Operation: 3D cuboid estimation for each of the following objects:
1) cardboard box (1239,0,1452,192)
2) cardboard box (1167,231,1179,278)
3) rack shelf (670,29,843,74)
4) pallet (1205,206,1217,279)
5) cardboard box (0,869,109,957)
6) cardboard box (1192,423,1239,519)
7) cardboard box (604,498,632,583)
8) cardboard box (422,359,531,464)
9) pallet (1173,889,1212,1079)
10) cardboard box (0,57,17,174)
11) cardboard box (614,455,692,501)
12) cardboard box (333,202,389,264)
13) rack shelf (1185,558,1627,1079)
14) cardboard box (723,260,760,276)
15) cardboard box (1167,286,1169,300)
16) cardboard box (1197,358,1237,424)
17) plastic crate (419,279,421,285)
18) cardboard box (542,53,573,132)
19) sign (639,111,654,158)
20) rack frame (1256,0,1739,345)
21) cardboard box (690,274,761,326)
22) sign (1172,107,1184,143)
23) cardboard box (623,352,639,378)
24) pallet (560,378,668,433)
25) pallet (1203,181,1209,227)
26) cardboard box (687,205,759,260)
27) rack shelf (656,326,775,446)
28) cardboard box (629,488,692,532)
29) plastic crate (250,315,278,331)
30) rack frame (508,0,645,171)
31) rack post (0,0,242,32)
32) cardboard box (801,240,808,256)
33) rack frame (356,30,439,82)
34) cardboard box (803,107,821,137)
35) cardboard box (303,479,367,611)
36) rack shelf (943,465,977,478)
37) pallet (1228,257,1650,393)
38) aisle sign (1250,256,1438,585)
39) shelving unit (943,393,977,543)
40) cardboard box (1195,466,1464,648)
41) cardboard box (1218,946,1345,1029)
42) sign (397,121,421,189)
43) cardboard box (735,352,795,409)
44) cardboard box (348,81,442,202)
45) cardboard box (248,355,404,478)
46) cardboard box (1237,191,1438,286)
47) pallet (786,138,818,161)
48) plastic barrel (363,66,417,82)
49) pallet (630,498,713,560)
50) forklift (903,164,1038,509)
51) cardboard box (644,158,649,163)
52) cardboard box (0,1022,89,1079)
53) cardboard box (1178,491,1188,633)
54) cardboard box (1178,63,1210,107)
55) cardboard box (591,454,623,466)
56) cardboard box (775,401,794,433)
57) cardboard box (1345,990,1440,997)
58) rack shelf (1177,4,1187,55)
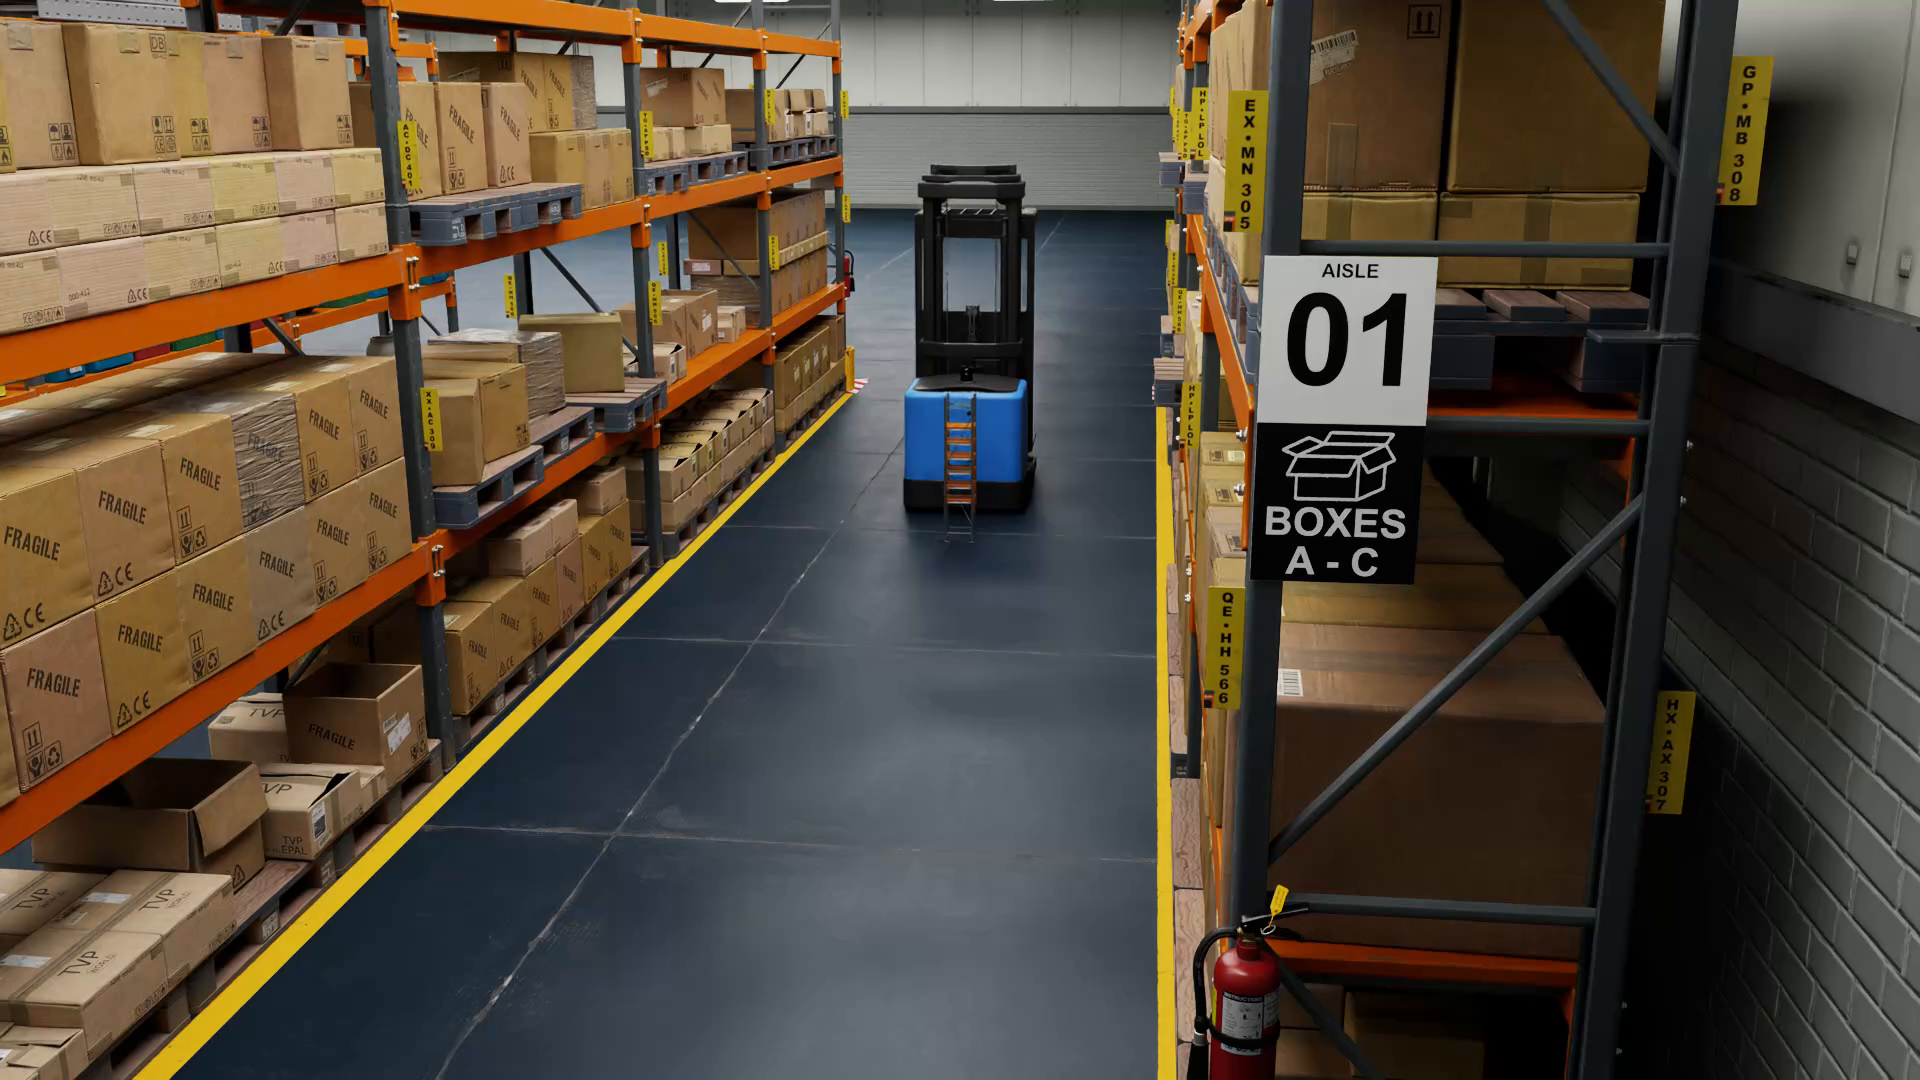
[{"bbox_3d":[1.024,-1.218,4.528,0.500,0.500,0.500,2,15,6],"label":"cardboard box"},{"bbox_3d":[2.535,-3.104,18.206,0.500,0.500,0.500,1,15,4],"label":"cardboard box"},{"bbox_3d":[-2.130,-5.163,17.661,1.077,0.370,4.000,2,15,6],"label":"rack shelf"},{"bbox_3d":[1.561,-1.262,7.007,1.003,0.211,1.213,2,15,6],"label":"pallet"},{"bbox_3d":[-3.756,1.545,6.627,0.500,0.250,0.500,2,15,6],"label":"cardboard box"},{"bbox_3d":[1.466,-0.398,8.586,0.500,0.500,0.500,1,15,5],"label":"cardboard box"},{"bbox_3d":[-2.679,-0.007,11.889,0.500,0.500,0.500,2,15,8],"label":"cardboard box"},{"bbox_3d":[-2.968,-0.761,9.735,0.700,0.500,0.500,4,16,15],"label":"cardboard box"},{"bbox_3d":[1.365,1.789,6.640,1.003,0.211,1.213,2,15,6],"label":"pallet"},{"bbox_3d":[-3.528,-1.416,5.299,0.700,0.500,0.500,2,15,6],"label":"cardboard box"},{"bbox_3d":[-2.456,-0.525,13.244,0.500,0.311,0.500,2,15,8],"label":"cardboard box"},{"bbox_3d":[-3.049,-1.455,7.839,0.500,0.250,0.500,2,15,6],"label":"cardboard box"},{"bbox_3d":[1.438,0.797,6.346,1.077,0.370,4.000,2,15,6],"label":"rack shelf"},{"bbox_3d":[-2.133,-2.714,16.518,0.380,0.149,0.250,2,15,6],"label":"cardboard box"},{"bbox_3d":[2.540,-2.734,18.276,0.500,0.250,0.500,1,15,5],"label":"cardboard box"},{"bbox_3d":[1.463,-0.761,8.494,0.500,0.250,0.500,2,15,8],"label":"cardboard box"},{"bbox_3d":[-6.664,-3.094,19.644,0.499,0.251,0.408,2,15,6],"label":"plastic crate"},{"bbox_3d":[-2.920,-2.985,11.101,0.500,0.500,0.500,2,15,6],"label":"cardboard box"},{"bbox_3d":[-2.268,-2.932,12.023,0.100,0.325,0.005,2,15,6],"label":"sign"},{"bbox_3d":[1.213,-1.927,3.550,1.000,3.000,0.127,2,15,6],"label":"rack frame"},{"bbox_3d":[-2.312,-2.452,16.793,0.700,0.500,0.500,1,15,5],"label":"cardboard box"},{"bbox_3d":[2.027,-3.855,15.436,0.100,0.325,0.005,2,15,6],"label":"sign"},{"bbox_3d":[-2.723,-1.301,12.899,0.500,0.311,0.500,3,15,10],"label":"cardboard box"},{"bbox_3d":[-2.814,-0.981,11.910,1.213,0.211,1.003,2,15,6],"label":"pallet"},{"bbox_3d":[1.972,-2.004,9.944,1.003,0.211,1.213,2,15,9],"label":"pallet"},{"bbox_3d":[-2.312,-3.078,16.623,0.700,0.500,0.500,2,15,7],"label":"cardboard box"},{"bbox_3d":[-2.581,-1.423,14.555,1.077,0.370,4.000,2,15,6],"label":"rack shelf"},{"bbox_3d":[-2.456,-0.254,13.317,0.500,0.250,0.500,2,15,6],"label":"cardboard box"},{"bbox_3d":[-7.028,-2.332,16.417,0.402,0.464,0.583,2,15,6],"label":"plastic crate"},{"bbox_3d":[-2.807,-4.147,11.760,1.000,3.000,0.127,2,15,6],"label":"rack frame"},{"bbox_3d":[-7.414,-4.915,14.215,1.013,1.000,3.121,2,15,6],"label":"rack post"},{"bbox_3d":[-1.903,-3.247,18.489,0.380,0.149,0.250,2,15,8],"label":"cardboard box"},{"bbox_3d":[-6.826,-6.369,19.976,1.000,3.000,0.127,2,15,6],"label":"rack frame"},{"bbox_3d":[-1.835,-4.551,18.097,0.500,0.311,0.500,4,16,13],"label":"cardboard box"},{"bbox_3d":[-3.117,0.009,7.691,0.500,0.500,0.500,2,15,8],"label":"cardboard box"},{"bbox_3d":[0.002,-0.540,13.531,0.258,0.103,0.180,2,15,6],"label":"rack shelf"},{"bbox_3d":[1.286,-0.629,4.666,1.003,0.211,1.213,2,15,6],"label":"pallet"},{"bbox_3d":[0.907,-0.277,3.958,0.394,0.787,0.004,2,15,6],"label":"aisle sign"},{"bbox_3d":[0.002,-0.583,13.519,0.258,1.200,0.189,2,15,6],"label":"shelving unit"},{"bbox_3d":[1.499,0.116,6.913,0.980,0.700,0.700,1,15,5],"label":"cardboard box"},{"bbox_3d":[1.026,1.436,5.346,0.380,0.149,0.250,2,15,6],"label":"cardboard box"},{"bbox_3d":[-2.718,-1.897,8.195,0.100,0.325,0.005,2,15,6],"label":"sign"},{"bbox_3d":[-1.992,-1.637,16.996,0.500,0.500,0.500,2,15,6],"label":"cardboard box"},{"bbox_3d":[-3.128,-2.090,8.709,0.600,0.600,0.600,0,15,1],"label":"cardboard box"},{"bbox_3d":[-3.058,-0.606,8.049,0.500,0.500,0.500,2,15,7],"label":"cardboard box"},{"bbox_3d":[1.032,-0.856,4.625,0.500,0.250,0.500,2,15,8],"label":"cardboard box"},{"bbox_3d":[-2.145,-4.231,17.987,1.003,0.211,1.213,2,15,6],"label":"pallet"},{"bbox_3d":[-6.754,-5.201,19.777,0.600,0.830,0.708,2,15,6],"label":"plastic barrel"},{"bbox_3d":[-2.675,-0.118,13.692,1.003,0.211,1.213,2,15,6],"label":"pallet"},{"bbox_3d":[0.156,-2.014,15.497,1.130,2.935,3.031,1,15,5],"label":"forklift"},{"bbox_3d":[-2.771,-3.085,13.062,0.500,0.250,0.500,2,15,8],"label":"cardboard box"},{"bbox_3d":[-3.293,1.816,5.786,0.380,0.166,0.250,2,15,6],"label":"cardboard box"},{"bbox_3d":[1.797,0.143,10.702,0.750,0.750,0.750,2,15,6],"label":"cardboard box"},{"bbox_3d":[2.354,-4.270,15.816,0.500,0.500,0.500,0,15,1],"label":"cardboard box"},{"bbox_3d":[-2.993,-0.540,13.303,0.500,0.311,0.500,2,15,8],"label":"cardboard box"},{"bbox_3d":[-2.002,-1.275,17.095,0.500,0.250,0.500,2,15,6],"label":"cardboard box"},{"bbox_3d":[1.249,1.658,5.767,0.700,0.500,0.500,2,15,6],"label":"cardboard box"},{"bbox_3d":[2.792,-5.210,17.073,1.077,0.370,4.000,2,15,6],"label":"rack shelf"}]
